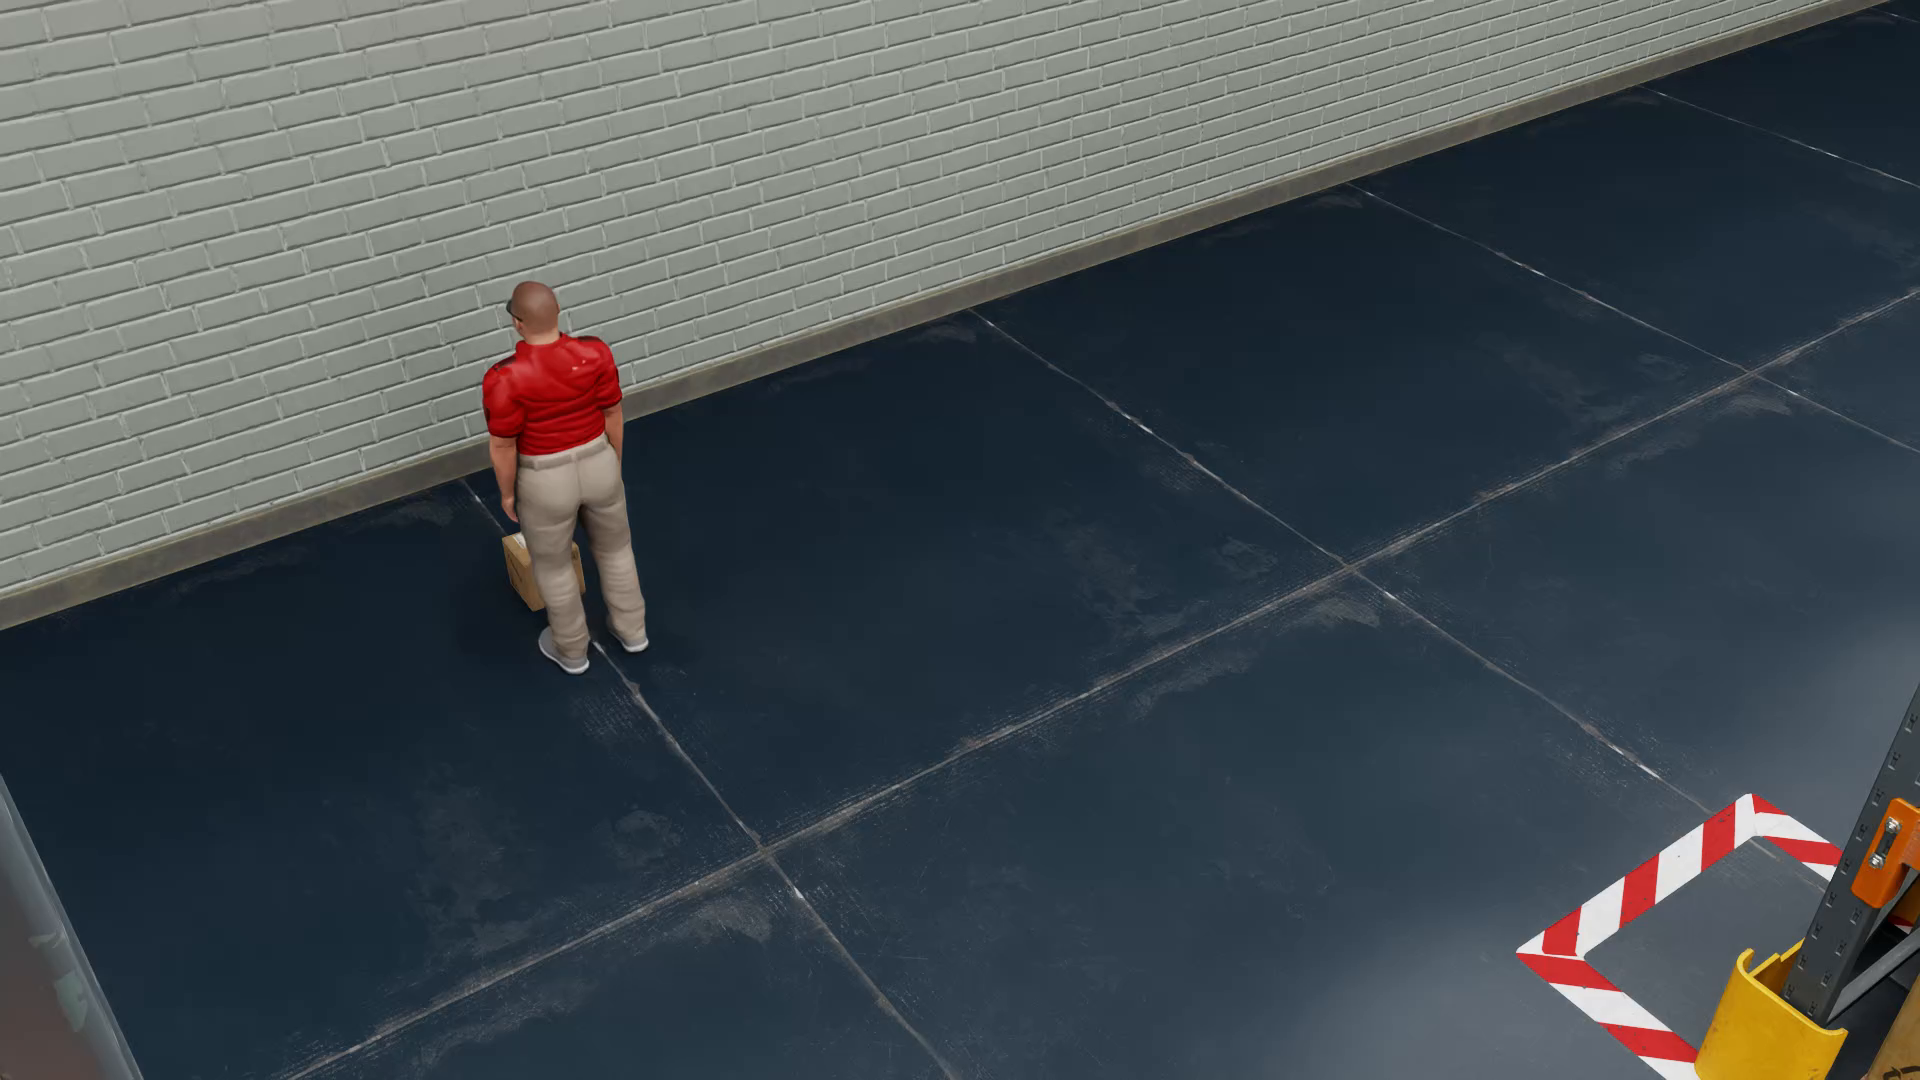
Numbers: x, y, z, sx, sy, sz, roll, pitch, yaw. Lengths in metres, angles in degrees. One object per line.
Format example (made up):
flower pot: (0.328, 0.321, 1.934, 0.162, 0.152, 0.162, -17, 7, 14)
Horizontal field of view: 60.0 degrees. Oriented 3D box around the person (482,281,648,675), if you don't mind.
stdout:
person: (-1.560, -0.238, 6.504, 0.530, 1.743, 0.361, -21, 41, -27)
